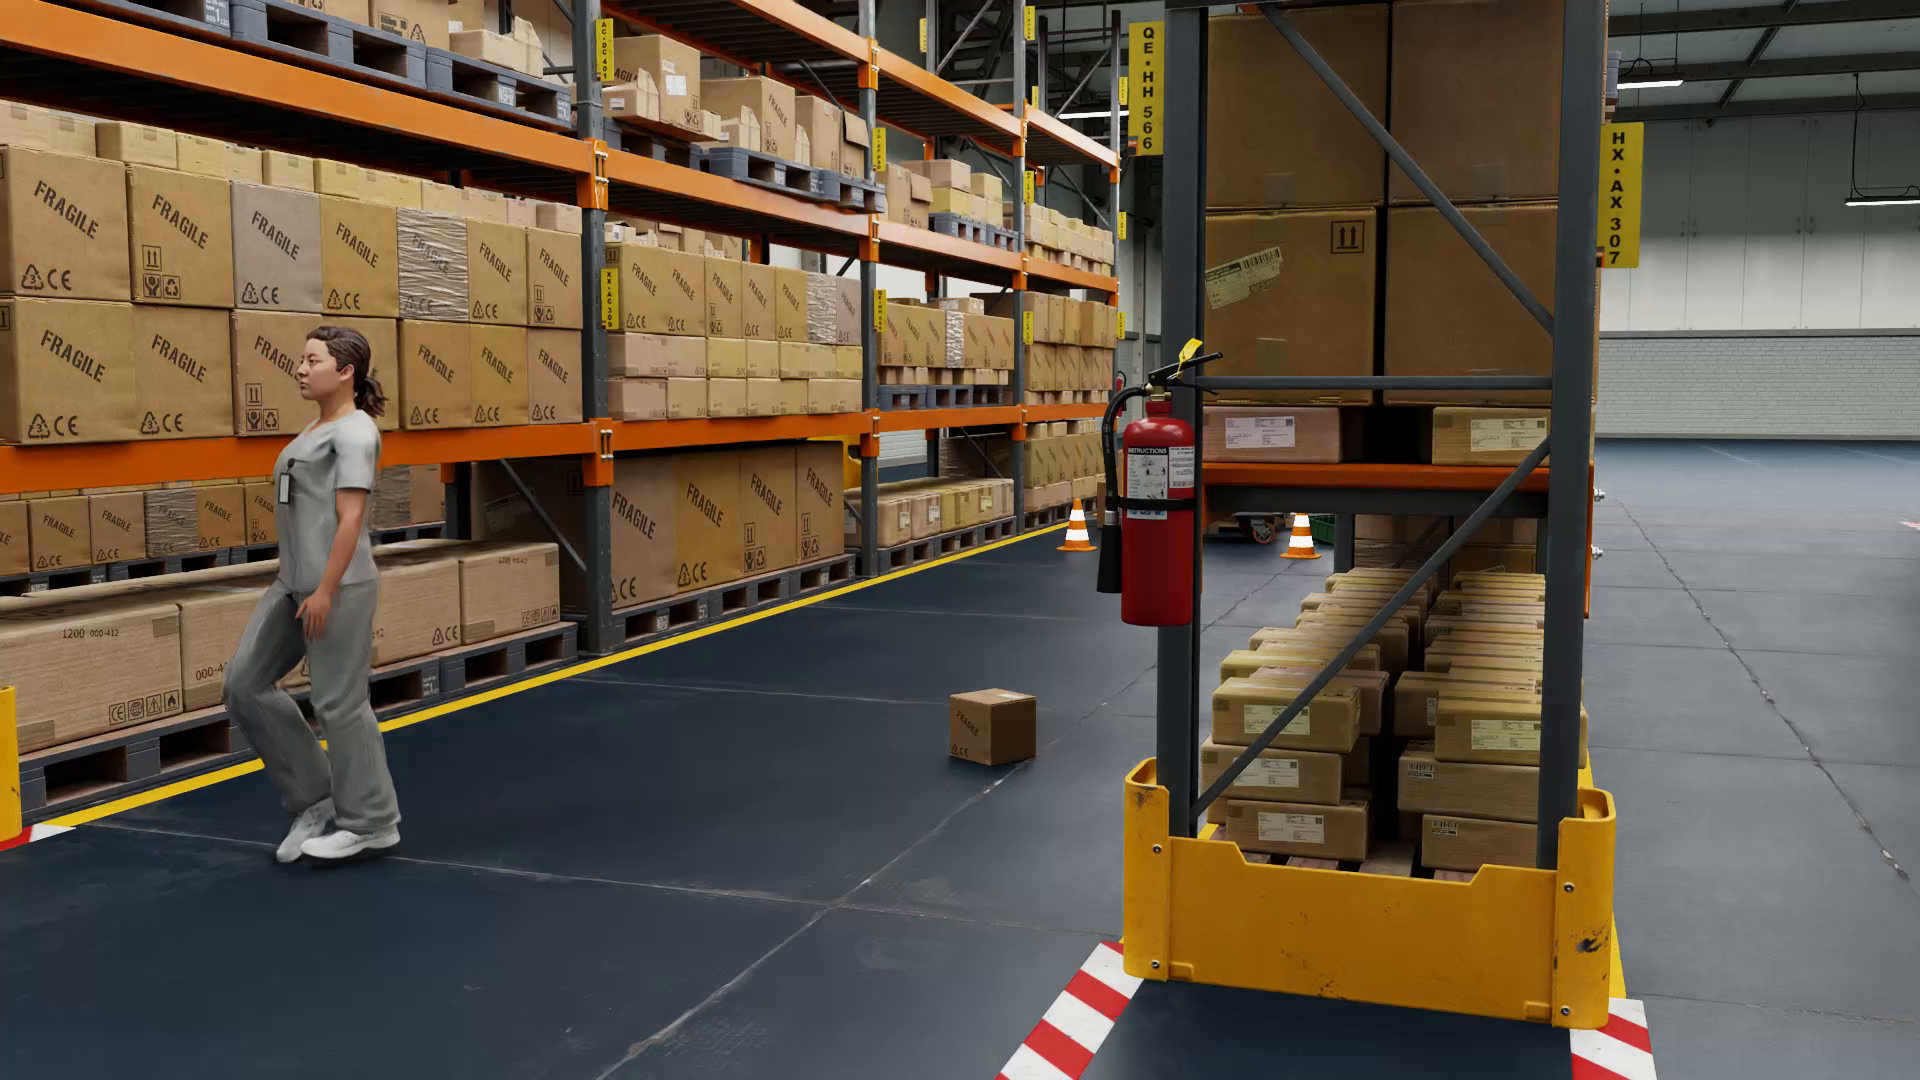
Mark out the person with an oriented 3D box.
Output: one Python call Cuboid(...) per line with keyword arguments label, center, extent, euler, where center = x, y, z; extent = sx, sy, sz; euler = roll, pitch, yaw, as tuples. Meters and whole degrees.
Cuboid(label="person", center=(-2.005, 0.184, 5.175), extent=(0.494, 1.694, 0.471), euler=(-4, 7, -39))
